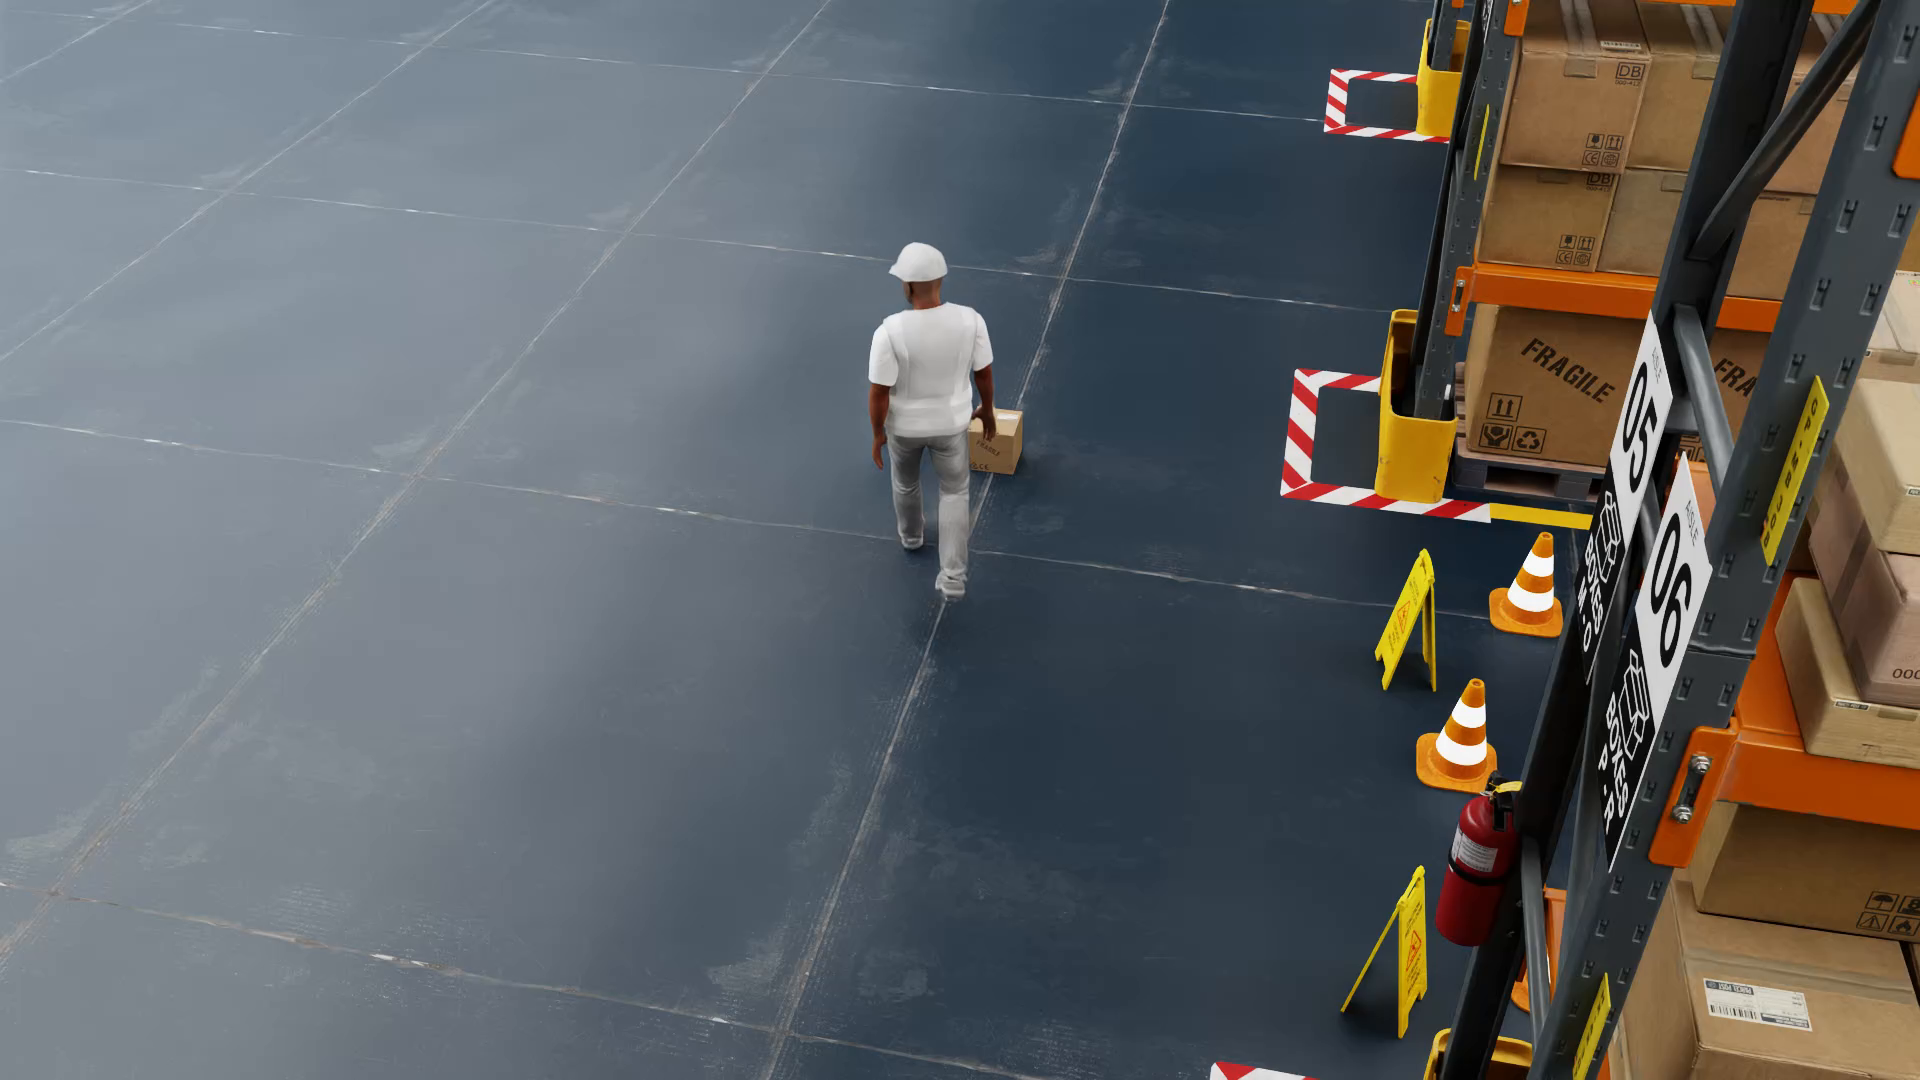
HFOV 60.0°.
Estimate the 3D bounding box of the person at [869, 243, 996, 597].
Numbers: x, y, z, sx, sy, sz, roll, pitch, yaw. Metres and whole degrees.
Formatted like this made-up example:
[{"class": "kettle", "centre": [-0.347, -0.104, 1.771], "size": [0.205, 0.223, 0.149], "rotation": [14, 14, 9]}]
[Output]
[{"class": "person", "centre": [-0.123, -0.561, 7.710], "size": [0.606, 1.749, 0.927], "rotation": [-4, 37, -6]}]
